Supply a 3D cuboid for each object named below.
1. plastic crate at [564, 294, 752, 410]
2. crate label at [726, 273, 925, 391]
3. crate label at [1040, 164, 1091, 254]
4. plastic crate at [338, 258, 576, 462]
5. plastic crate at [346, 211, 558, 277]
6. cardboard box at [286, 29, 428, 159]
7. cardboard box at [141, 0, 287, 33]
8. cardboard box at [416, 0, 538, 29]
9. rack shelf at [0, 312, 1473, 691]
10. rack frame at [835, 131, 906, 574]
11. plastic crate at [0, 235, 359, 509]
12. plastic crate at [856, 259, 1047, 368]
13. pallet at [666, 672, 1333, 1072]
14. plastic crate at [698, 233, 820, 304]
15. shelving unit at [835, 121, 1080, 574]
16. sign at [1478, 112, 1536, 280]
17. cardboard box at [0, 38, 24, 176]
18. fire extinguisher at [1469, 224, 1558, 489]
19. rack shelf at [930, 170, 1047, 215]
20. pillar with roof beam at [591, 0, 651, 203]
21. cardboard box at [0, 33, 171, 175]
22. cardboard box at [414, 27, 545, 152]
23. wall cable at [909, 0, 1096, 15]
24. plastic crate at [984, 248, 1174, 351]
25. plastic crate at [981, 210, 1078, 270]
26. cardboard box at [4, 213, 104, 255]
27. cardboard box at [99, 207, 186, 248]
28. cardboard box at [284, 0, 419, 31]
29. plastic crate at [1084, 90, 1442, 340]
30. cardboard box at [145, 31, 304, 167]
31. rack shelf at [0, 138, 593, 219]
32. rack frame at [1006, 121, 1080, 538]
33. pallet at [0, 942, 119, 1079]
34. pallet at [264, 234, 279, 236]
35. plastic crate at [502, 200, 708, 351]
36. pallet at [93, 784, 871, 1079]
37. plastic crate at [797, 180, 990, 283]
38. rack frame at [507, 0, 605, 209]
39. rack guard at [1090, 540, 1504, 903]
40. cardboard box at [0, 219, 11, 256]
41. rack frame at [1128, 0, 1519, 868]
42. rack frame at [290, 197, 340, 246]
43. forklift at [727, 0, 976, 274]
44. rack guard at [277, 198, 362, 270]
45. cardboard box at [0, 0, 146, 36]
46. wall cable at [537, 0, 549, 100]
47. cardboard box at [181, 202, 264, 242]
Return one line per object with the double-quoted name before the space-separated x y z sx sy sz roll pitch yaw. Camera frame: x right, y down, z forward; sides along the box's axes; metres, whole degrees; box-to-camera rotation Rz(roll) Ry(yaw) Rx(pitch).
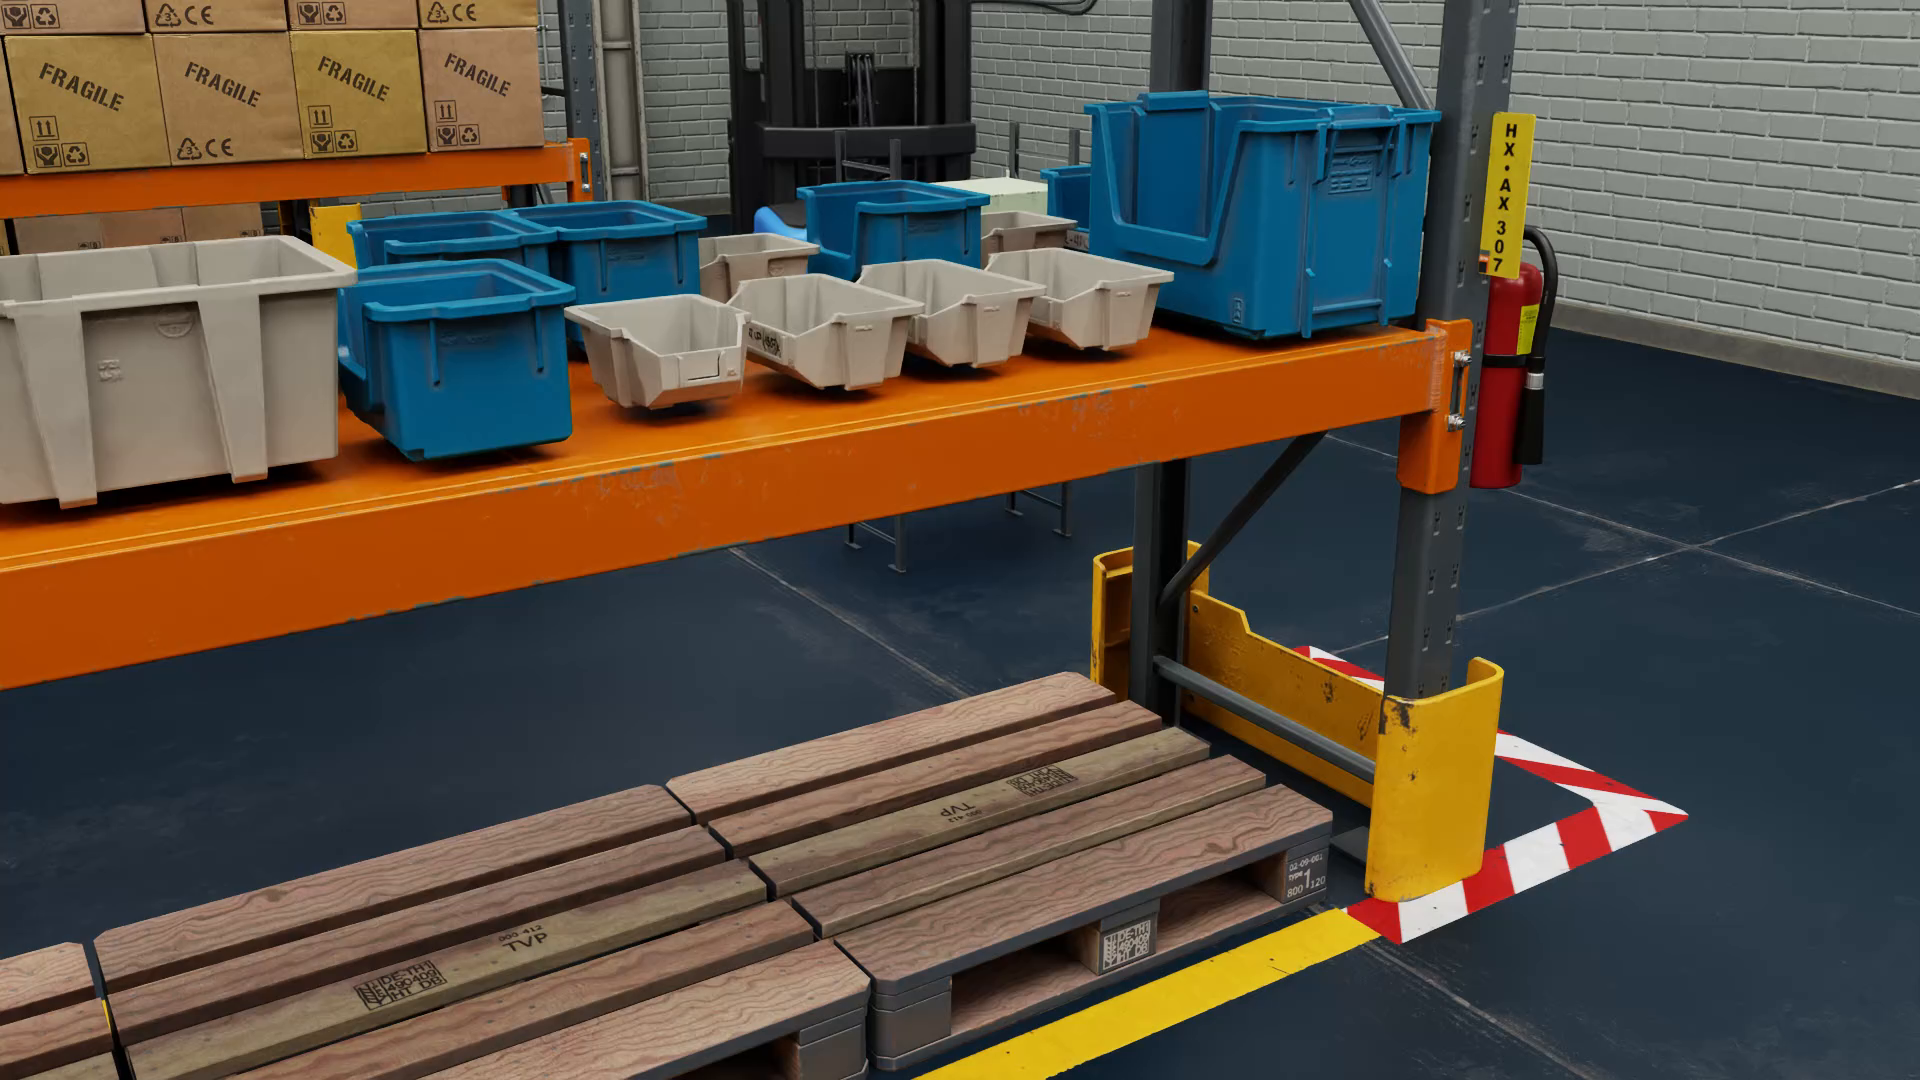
"plastic crate" -0.498 -0.315 2.812 0.250 0.136 0.298 -12 22 -31
"crate label" -0.261 -0.372 2.980 0.243 0.136 0.396 -12 22 -31
"crate label" 0.403 -0.757 3.969 0.303 0.233 0.416 -12 22 -31
"plastic crate" -0.784 -0.282 2.564 0.300 0.233 0.416 -12 22 -31
"plastic crate" -0.948 -0.473 3.127 0.300 0.233 0.416 -12 22 -31
"cardboard box" -2.587 -1.893 7.003 0.500 0.500 0.500 -12 22 -31
"cardboard box" -3.004 -2.277 6.578 0.500 0.500 0.500 -11 22 -30
"cardboard box" -2.152 -2.458 7.115 0.500 0.500 0.500 -12 22 -32
"rack shelf" -0.880 -0.071 2.893 4.000 0.370 1.077 -12 22 -31
"rack frame" -0.311 -0.645 5.810 0.023 1.500 0.400 -12 22 -31
"plastic crate" -1.174 -0.251 2.395 0.530 0.282 0.437 -12 22 -31
"plastic crate" -0.042 -0.428 3.145 0.243 0.136 0.396 -12 22 -31
"pallet" 0.080 0.692 3.868 1.213 0.211 1.003 -12 22 -31
"plastic crate" -0.477 -0.558 3.529 0.298 0.136 0.250 -12 22 -31
"shelving unit" -0.006 -0.709 6.001 0.755 1.500 0.431 -12 22 -31
"sign" 1.106 -0.697 3.367 0.005 0.325 0.100 -12 22 -31
"cardboard box" -3.851 -1.627 6.219 0.500 0.500 0.500 -12 22 -32
"fire extinguisher" 1.166 -0.455 3.611 0.183 0.674 0.296 -12 22 -31
"rack shelf" -0.006 -1.079 5.876 0.720 0.370 0.431 -12 22 -31
"pillar with roof beam" -0.512 -5.811 9.383 0.400 9.000 9.100 -12 22 -31
"cardboard box" -3.428 -1.717 6.485 0.500 0.500 0.500 -12 22 -32
"cardboard box" -2.156 -1.985 7.276 0.500 0.500 0.500 -11 22 -30
"wall cable" 0.261 -5.685 13.859 0.112 2.526 3.097 -12 22 -31
"plastic crate" 0.208 -0.475 3.284 0.243 0.136 0.396 -12 22 -31
"plastic crate" 0.089 -0.677 3.883 0.298 0.136 0.250 -12 22 -31
"cardboard box" -6.026 -2.101 11.024 0.500 0.500 0.700 -13 22 -33
"cardboard box" -5.606 -2.190 11.287 0.500 0.500 0.700 -12 22 -32
"cardboard box" -2.573 -2.369 6.851 0.500 0.500 0.500 -11 22 -30
"plastic crate" 0.613 -0.700 3.482 0.499 0.435 0.616 -12 22 -31
"cardboard box" -3.007 -1.806 6.748 0.500 0.500 0.500 -12 22 -31
"rack shelf" -3.602 -1.396 6.814 4.000 0.370 1.077 -12 22 -31
"rack frame" 0.300 -0.774 6.192 0.023 1.500 0.400 -12 22 -31
"pallet" -1.958 1.122 2.596 1.213 0.211 1.003 -12 22 -31
"pallet" -5.284 -1.931 11.626 1.213 0.211 1.003 -12 22 -31
"plastic crate" -0.697 -0.525 3.283 0.300 0.233 0.416 -12 22 -31
"pallet" -0.938 0.906 3.236 1.213 0.211 1.003 -12 22 -31
"plastic crate" -0.147 -0.641 3.626 0.300 0.233 0.416 -12 22 -31
"rack frame" -1.931 -2.089 7.741 0.127 3.000 1.000 -12 22 -31
"rack guard" 0.803 0.413 4.243 0.348 0.500 1.175 -12 22 -31
"cardboard box" -6.467 -2.005 10.741 0.500 0.500 0.700 -11 22 -30
"rack frame" 0.790 -0.764 3.820 0.127 3.000 1.000 -12 22 -31
"rack frame" -4.659 -3.414 11.658 0.127 3.000 1.000 -12 22 -31
"forklift" -0.547 -2.056 7.751 1.130 2.935 3.031 -4 19 -13
"rack guard" -4.639 -2.234 12.071 0.348 0.500 1.175 -12 22 -31
"cardboard box" -3.433 -2.186 6.310 0.500 0.500 0.500 -11 22 -30
"wall cable" -4.110 -4.373 12.911 1.851 1.984 0.084 -12 22 -31
"cardboard box" -5.188 -2.278 11.548 0.500 0.500 0.700 -12 22 -31
